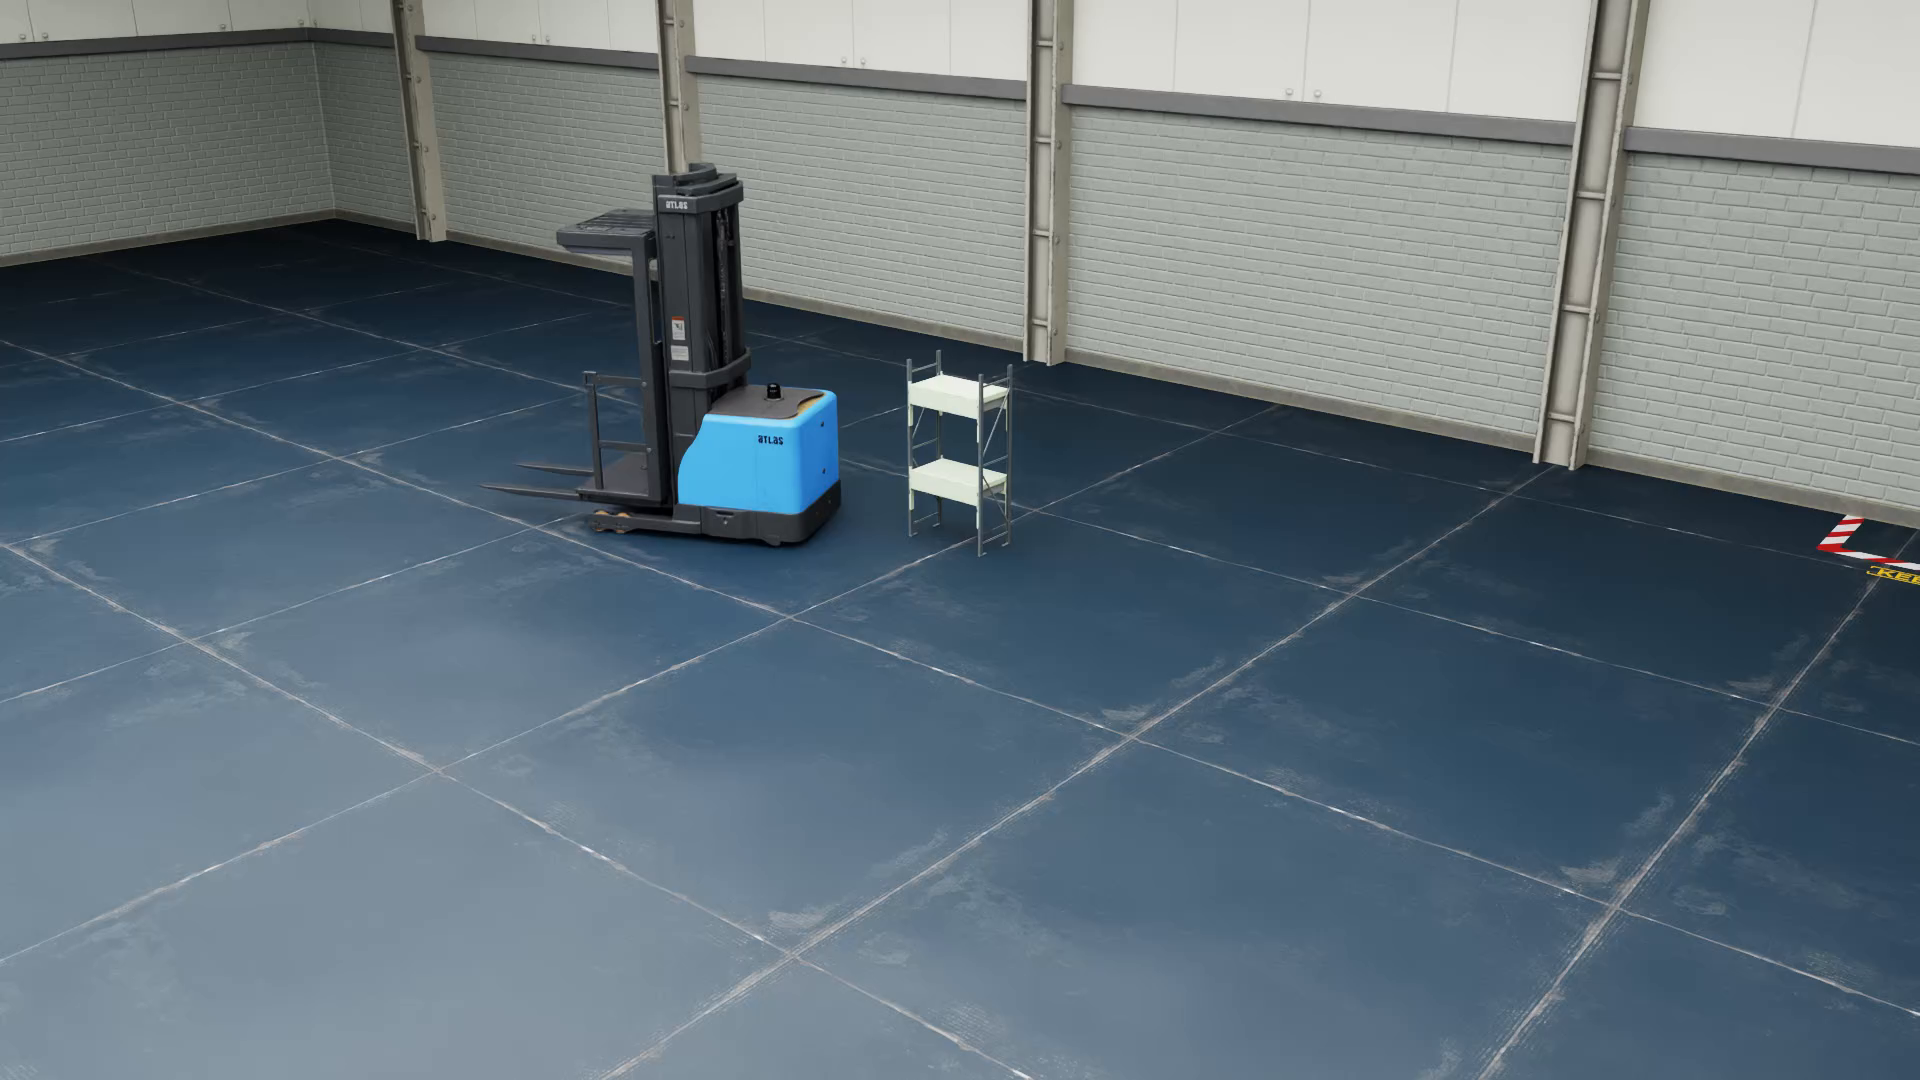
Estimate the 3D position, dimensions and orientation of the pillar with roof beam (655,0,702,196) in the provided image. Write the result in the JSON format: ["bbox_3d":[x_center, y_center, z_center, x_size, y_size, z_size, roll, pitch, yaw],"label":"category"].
[{"bbox_3d":[-6.398,-6.439,17.989,0.400,9.000,9.100,16,26,36],"label":"pillar with roof beam"}]

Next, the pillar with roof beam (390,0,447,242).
[{"bbox_3d":[-11.047,-7.778,21.539,0.400,9.000,9.100,16,26,36],"label":"pillar with roof beam"}]

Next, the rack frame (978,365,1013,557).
[{"bbox_3d":[0.278,-0.622,13.191,0.023,1.500,0.400,16,26,36],"label":"rack frame"}]

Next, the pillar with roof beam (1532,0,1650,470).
[{"bbox_3d":[2.899,-3.762,10.890,0.400,9.000,9.100,16,26,36],"label":"pillar with roof beam"}]

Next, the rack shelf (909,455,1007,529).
[{"bbox_3d":[-0.005,-0.398,13.523,0.720,0.370,0.431,16,26,36],"label":"rack shelf"}]

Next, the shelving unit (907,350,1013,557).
[{"bbox_3d":[-0.005,-0.703,13.407,0.755,1.500,0.431,16,26,36],"label":"shelving unit"}]

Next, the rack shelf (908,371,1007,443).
[{"bbox_3d":[-0.005,-1.068,13.270,0.720,0.370,0.431,16,26,36],"label":"rack shelf"}]

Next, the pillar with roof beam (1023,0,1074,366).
[{"bbox_3d":[-1.750,-5.100,14.440,0.400,9.000,9.100,16,26,36],"label":"pillar with roof beam"}]

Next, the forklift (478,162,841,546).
[{"bbox_3d":[-2.594,-1.598,13.753,3.031,2.935,1.130,6,21,15],"label":"forklift"}]

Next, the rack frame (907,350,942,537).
[{"bbox_3d":[-0.289,-0.785,13.624,0.023,1.500,0.400,16,26,36],"label":"rack frame"}]
